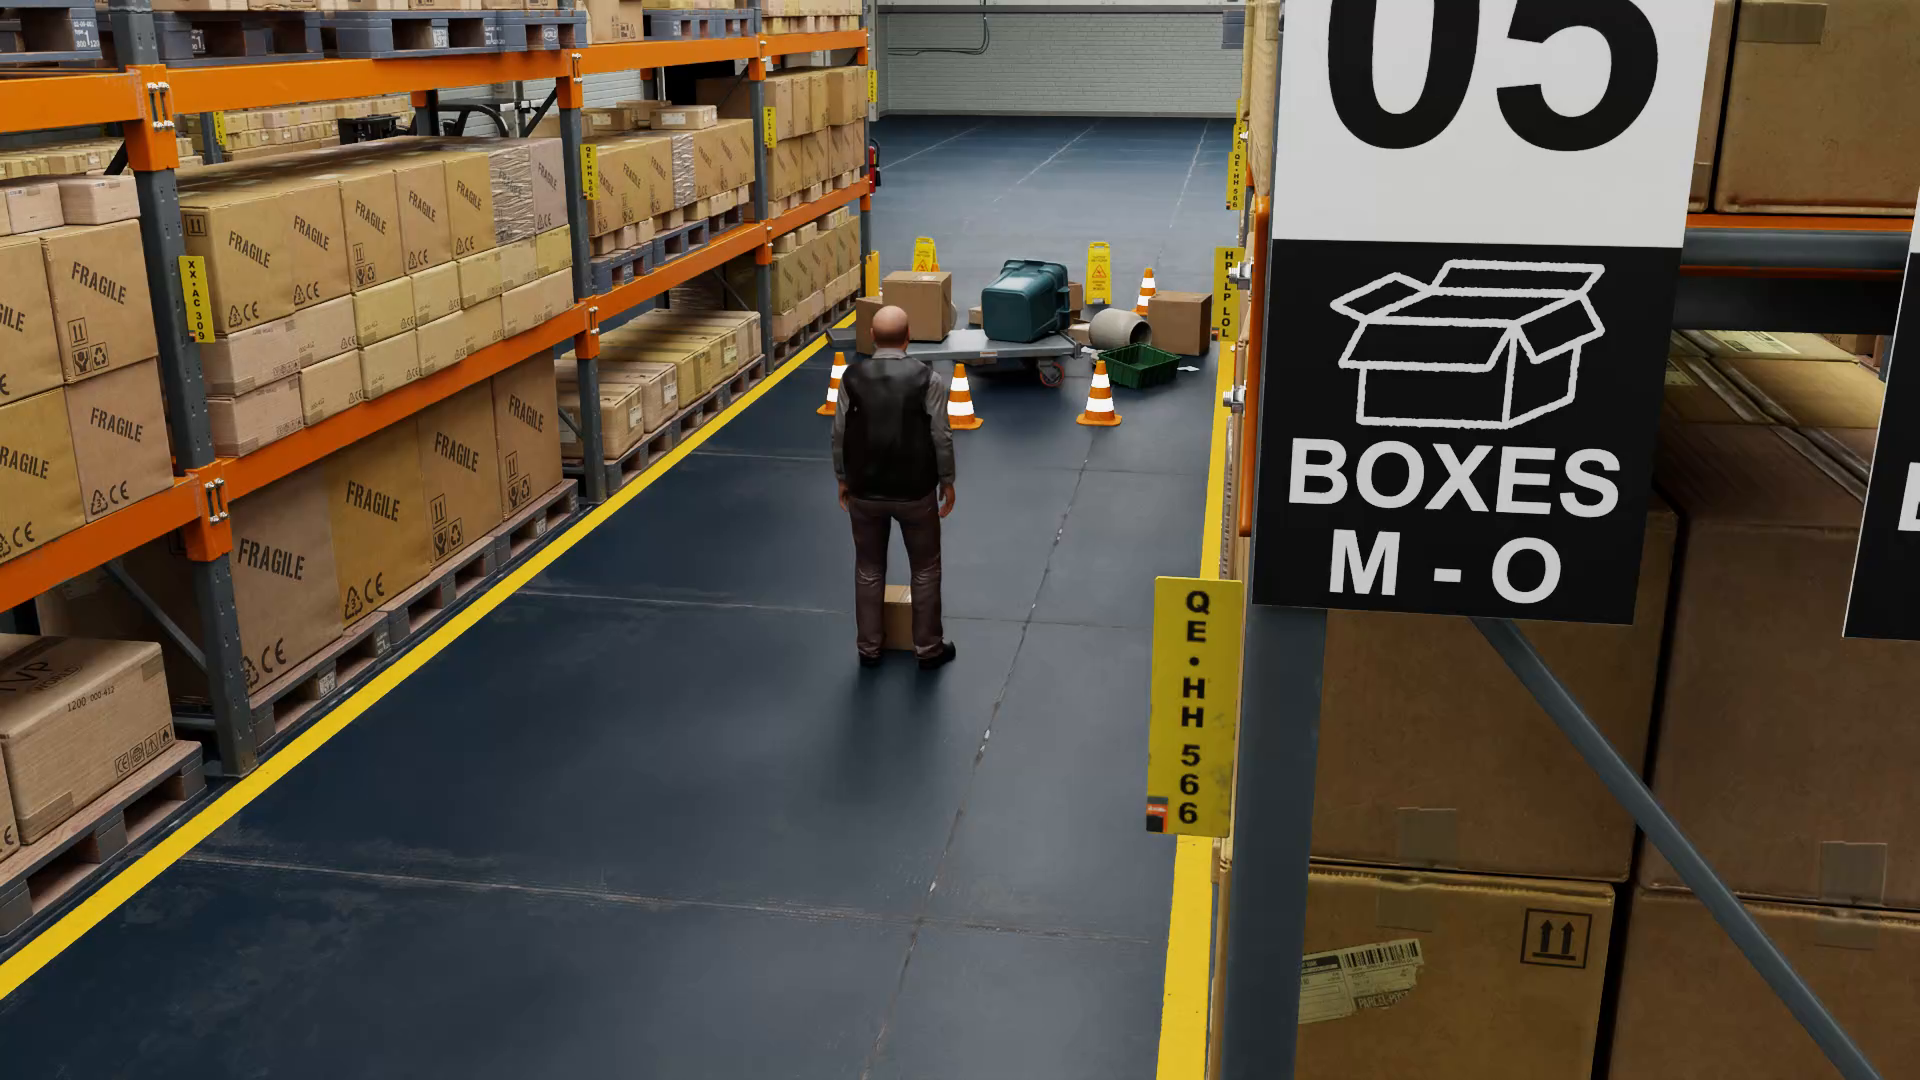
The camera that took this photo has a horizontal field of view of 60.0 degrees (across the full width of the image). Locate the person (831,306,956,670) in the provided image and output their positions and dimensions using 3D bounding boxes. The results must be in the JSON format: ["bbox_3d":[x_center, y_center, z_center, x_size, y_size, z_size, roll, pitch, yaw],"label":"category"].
[{"bbox_3d":[-0.312,-0.229,7.805,0.581,1.721,0.419,3,18,9],"label":"person"}]
